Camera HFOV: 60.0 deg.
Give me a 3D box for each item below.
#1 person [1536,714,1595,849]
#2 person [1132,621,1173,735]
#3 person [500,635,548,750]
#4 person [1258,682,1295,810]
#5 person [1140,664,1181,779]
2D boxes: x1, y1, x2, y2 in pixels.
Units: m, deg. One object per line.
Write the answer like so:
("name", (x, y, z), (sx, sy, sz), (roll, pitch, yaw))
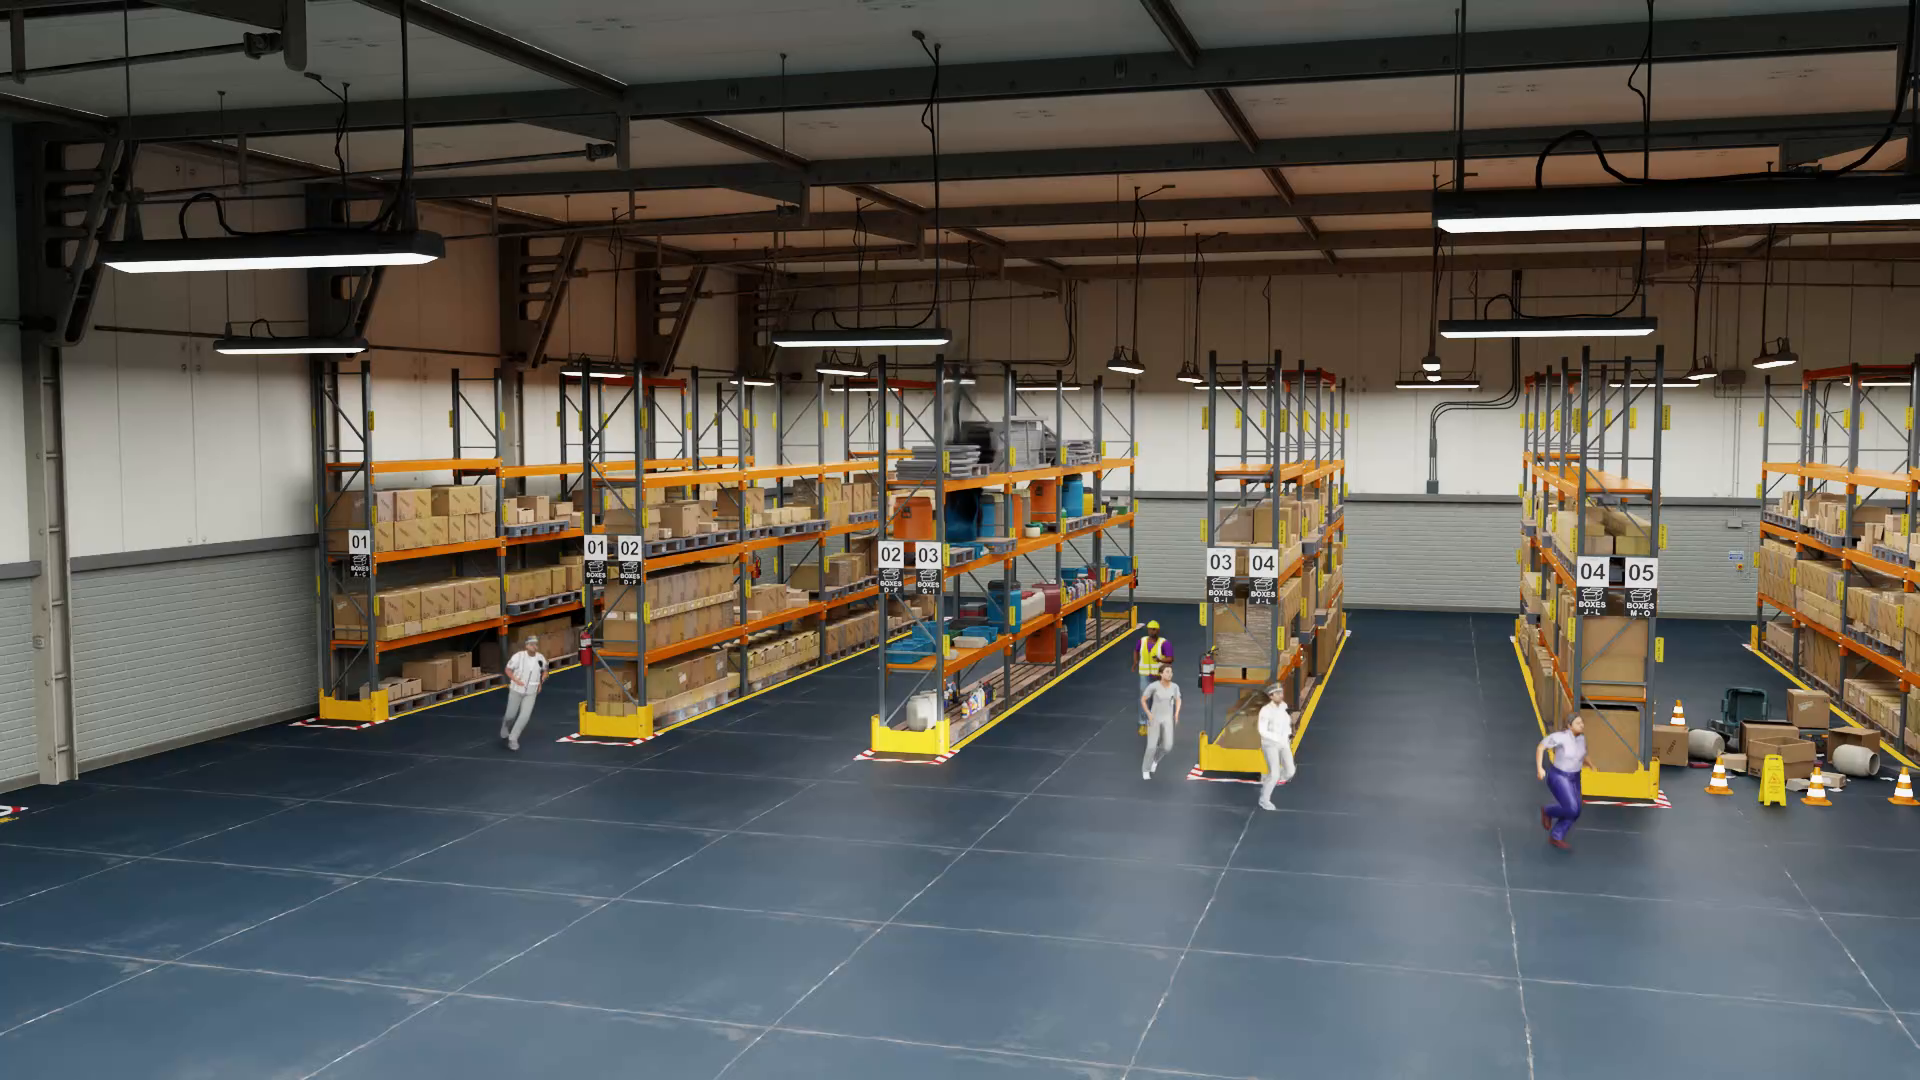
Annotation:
("person", (7.121, 2.829, 19.485), (0.645, 1.600, 0.623), (-2, 5, -27))
("person", (3.092, 2.181, 26.726), (0.692, 1.781, 0.922), (1, 4, 17))
("person", (-6.731, 2.319, 25.771), (0.709, 1.726, 0.833), (-2, 4, -24))
("person", (4.109, 2.654, 21.458), (0.653, 1.662, 0.584), (-3, 5, -33))
("person", (2.842, 2.660, 23.308), (0.620, 1.366, 0.518), (-1, 4, -10))
